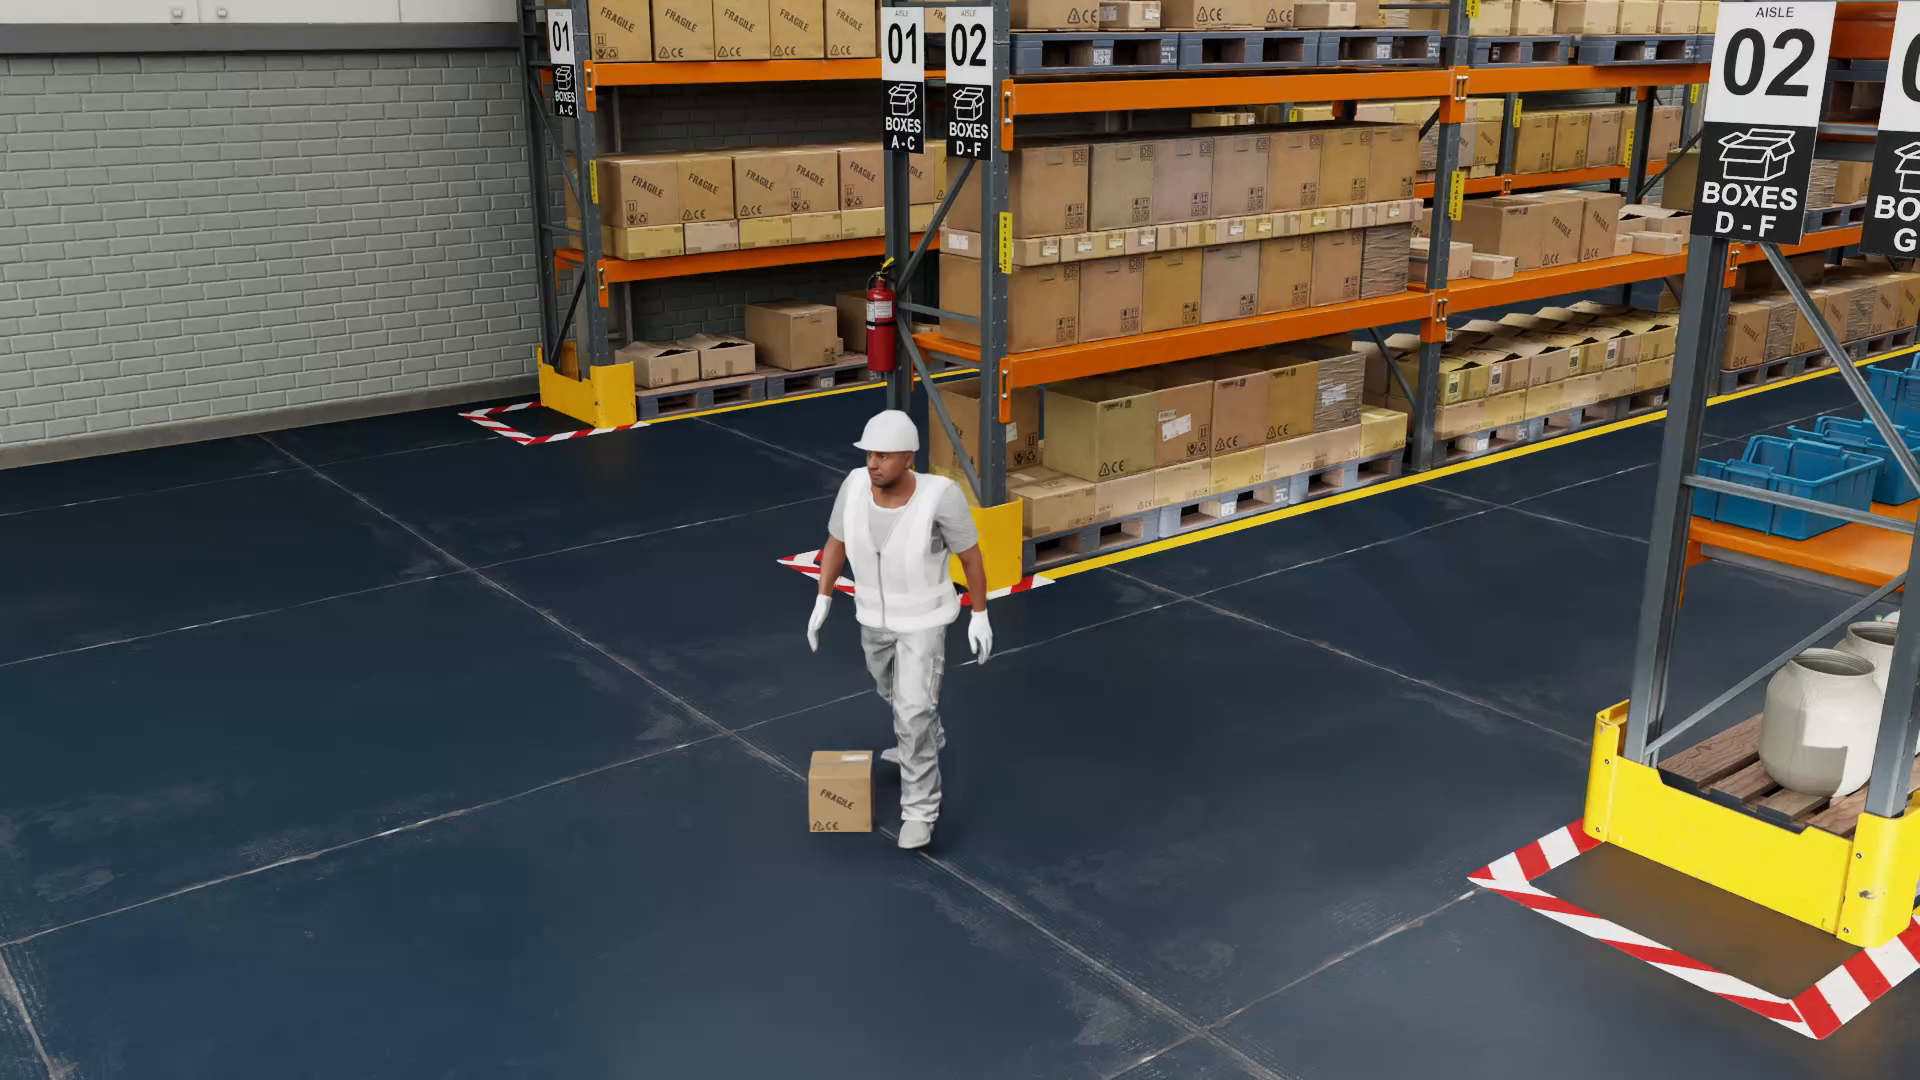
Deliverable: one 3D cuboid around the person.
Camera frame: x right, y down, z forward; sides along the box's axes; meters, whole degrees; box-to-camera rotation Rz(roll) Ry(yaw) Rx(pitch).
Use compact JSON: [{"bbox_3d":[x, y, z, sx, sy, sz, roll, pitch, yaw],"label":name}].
[{"bbox_3d":[-0.172,0.282,6.665,0.668,1.723,0.867,11,20,30],"label":"person"}]
